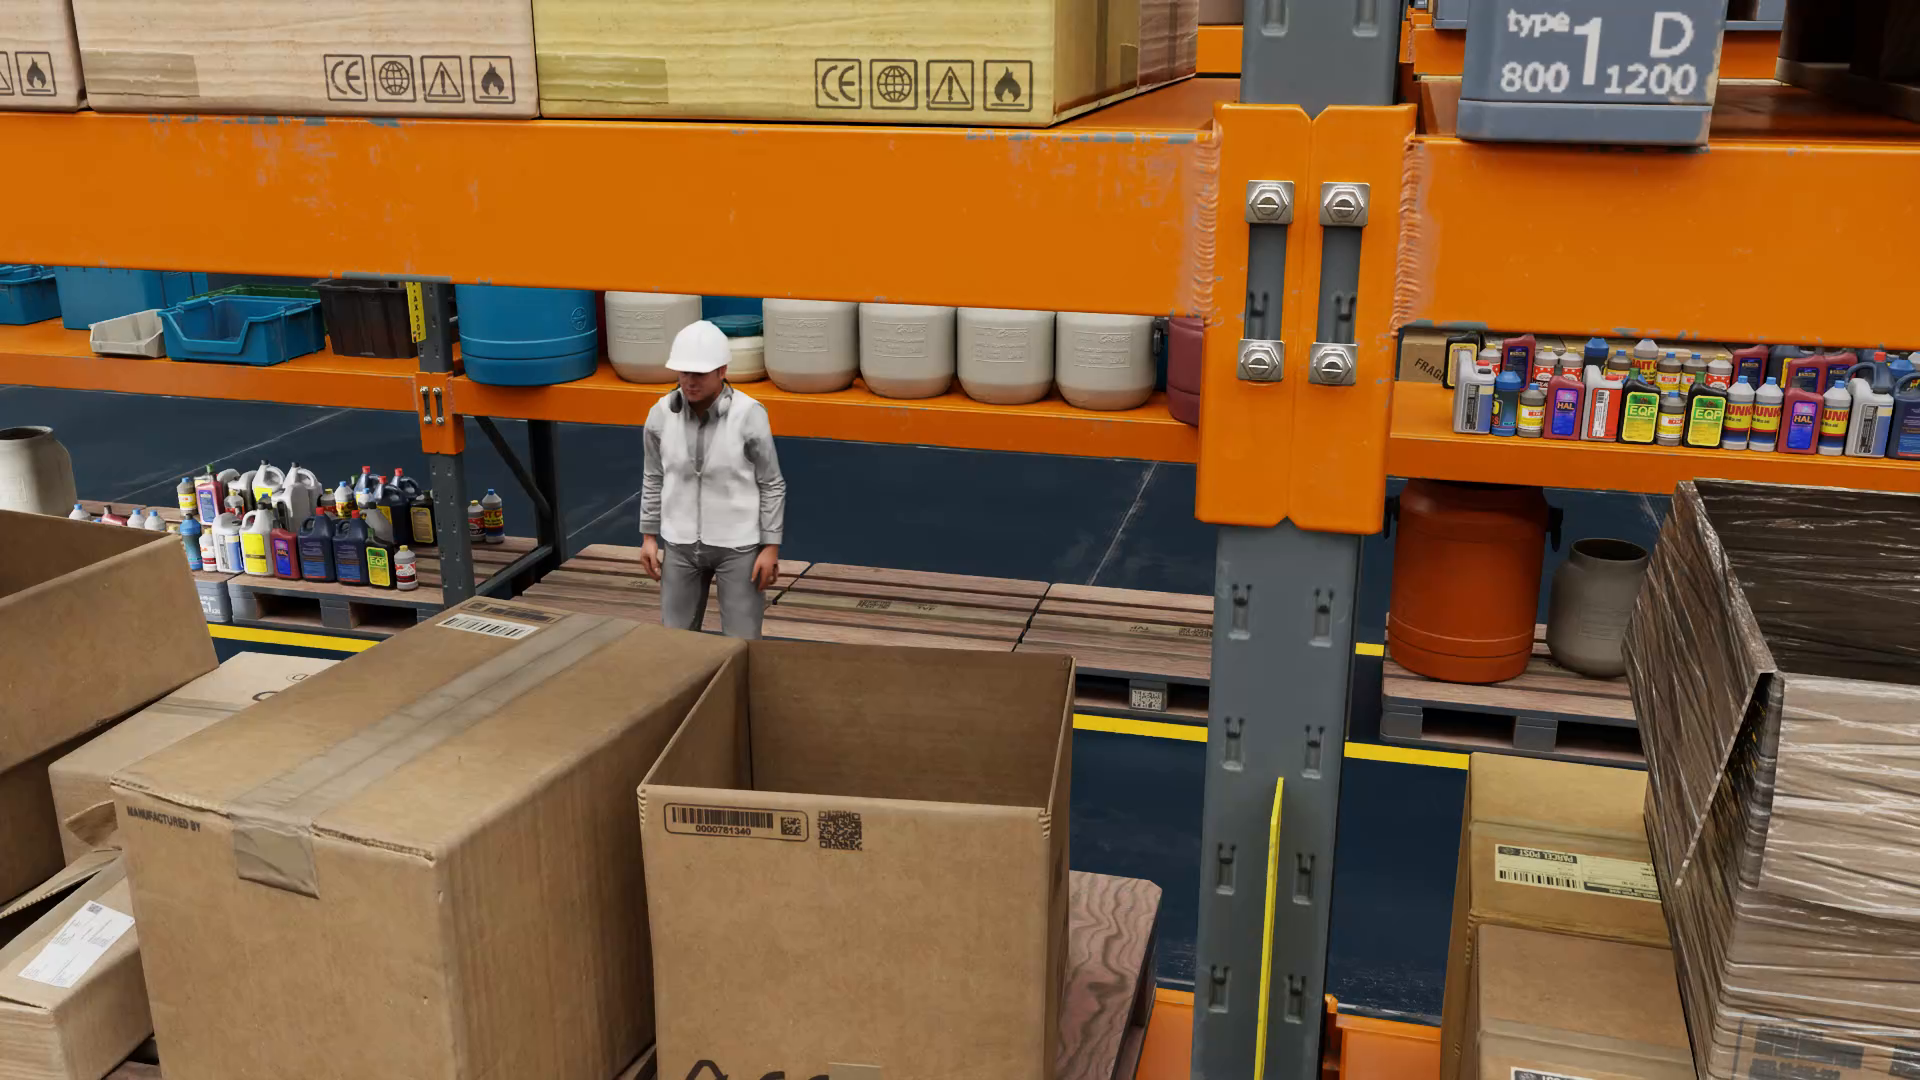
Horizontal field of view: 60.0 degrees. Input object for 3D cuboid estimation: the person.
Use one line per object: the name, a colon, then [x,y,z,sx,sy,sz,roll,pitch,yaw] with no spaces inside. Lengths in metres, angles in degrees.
person: [-0.962,0.019,6.456,0.581,1.771,0.464,4,19,13]
